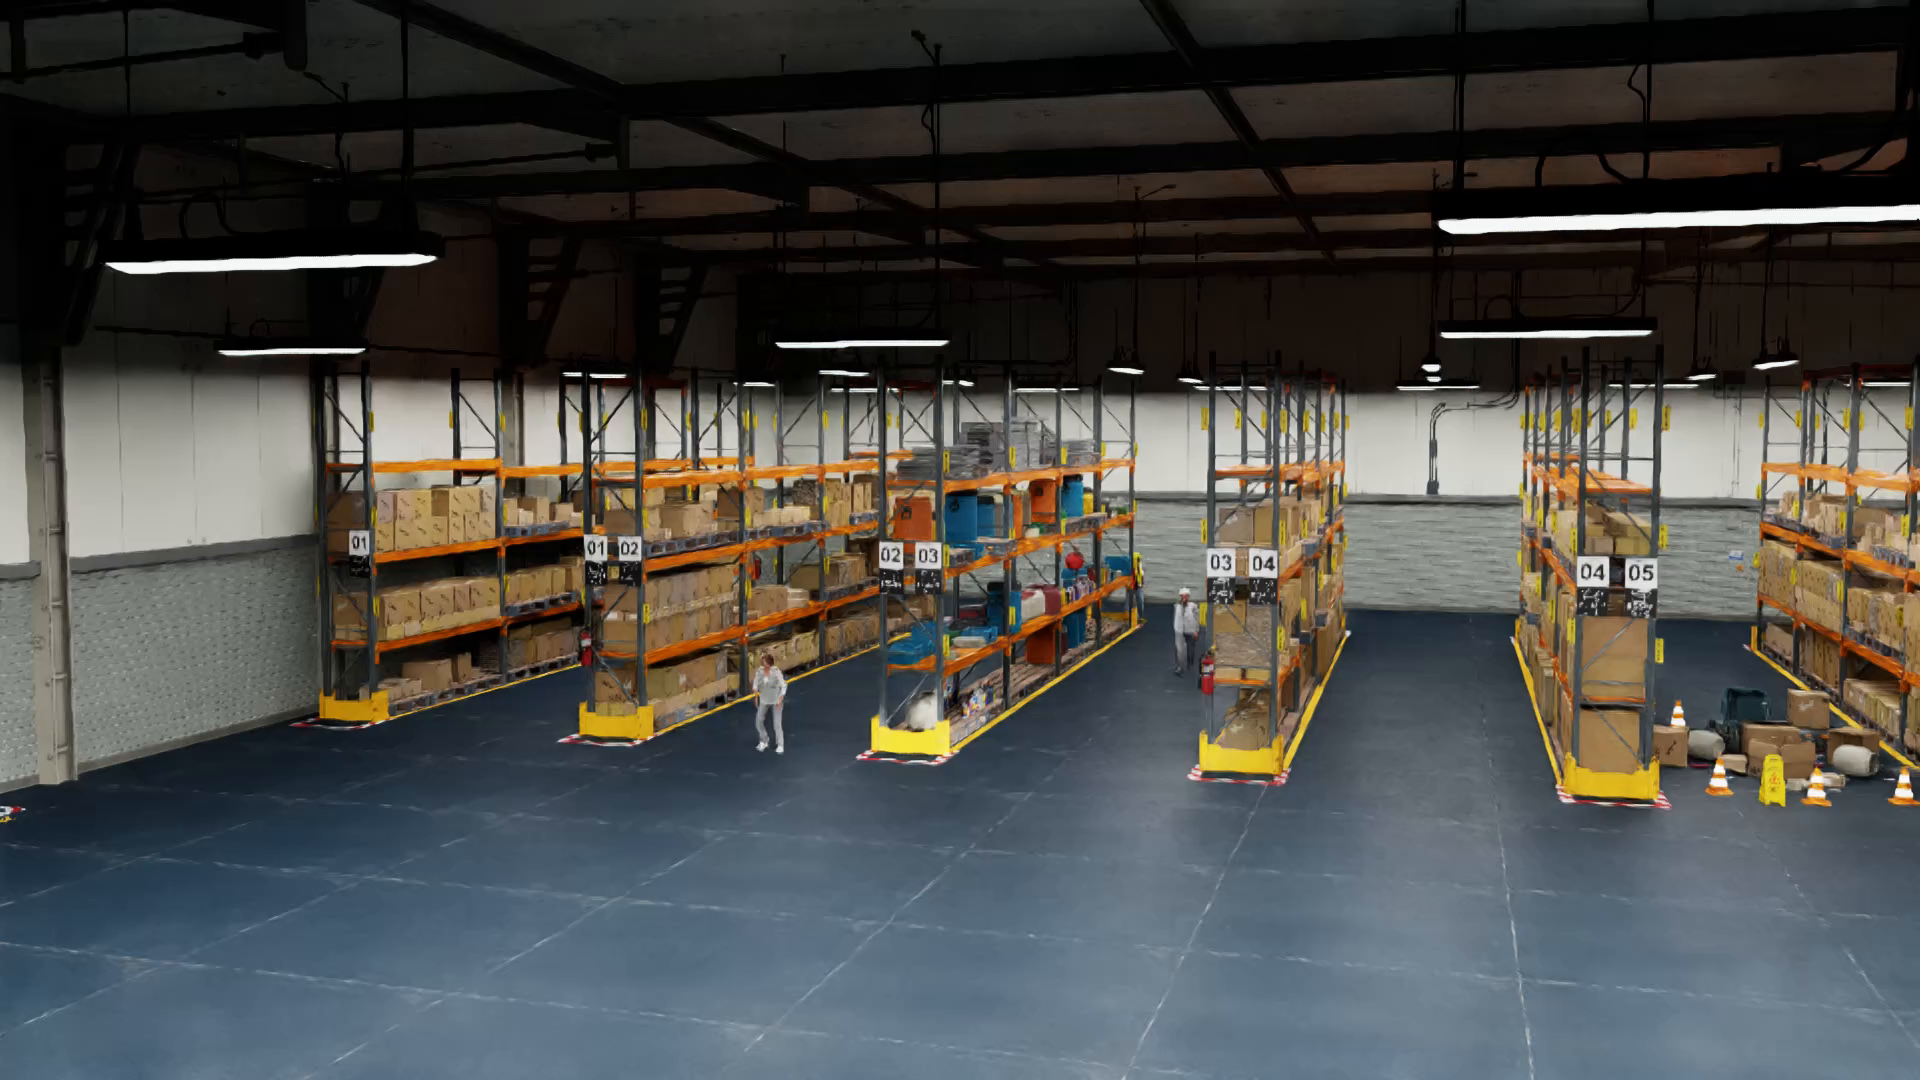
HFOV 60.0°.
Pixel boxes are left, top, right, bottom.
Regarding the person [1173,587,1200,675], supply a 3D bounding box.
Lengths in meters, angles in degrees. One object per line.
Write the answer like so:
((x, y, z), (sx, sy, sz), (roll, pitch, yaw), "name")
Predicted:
((4.492, 1.786, 32.993), (0.555, 1.725, 1.029), (1, 4, 15), "person")

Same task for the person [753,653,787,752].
((-2.867, 2.447, 25.088), (0.566, 1.541, 0.519), (1, 4, 14), "person")

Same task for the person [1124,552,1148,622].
((4.350, 1.166, 41.436), (0.668, 1.757, 0.514), (-2, 5, -29), "person")

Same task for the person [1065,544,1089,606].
((3.086, 0.934, 44.894), (0.617, 1.665, 0.953), (-1, 4, -10), "person")
